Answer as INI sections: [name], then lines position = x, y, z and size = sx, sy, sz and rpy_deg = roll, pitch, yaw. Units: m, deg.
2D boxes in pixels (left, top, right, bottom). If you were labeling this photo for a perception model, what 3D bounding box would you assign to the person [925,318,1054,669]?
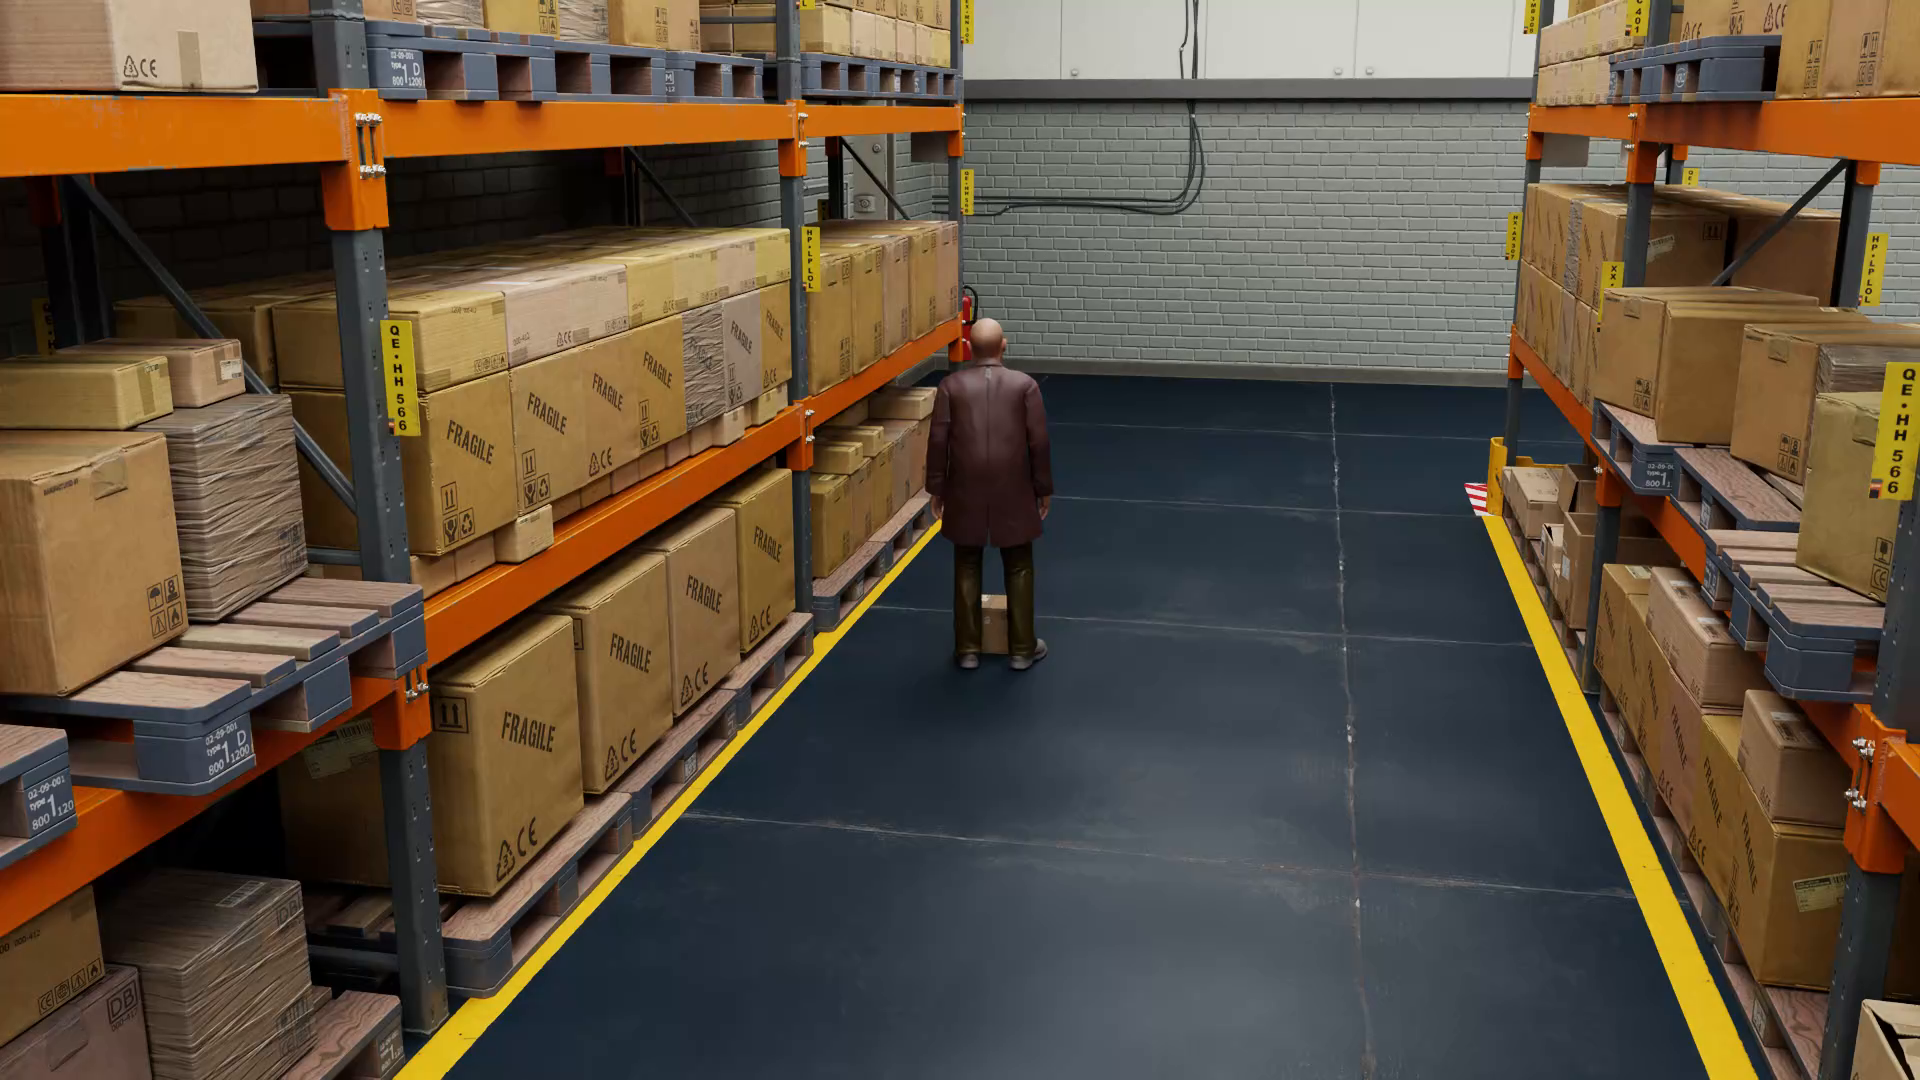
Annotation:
[person]
position = 0.149, -0.229, 8.431
size = 0.655, 1.774, 0.420
rpy_deg = 1, 14, 5
